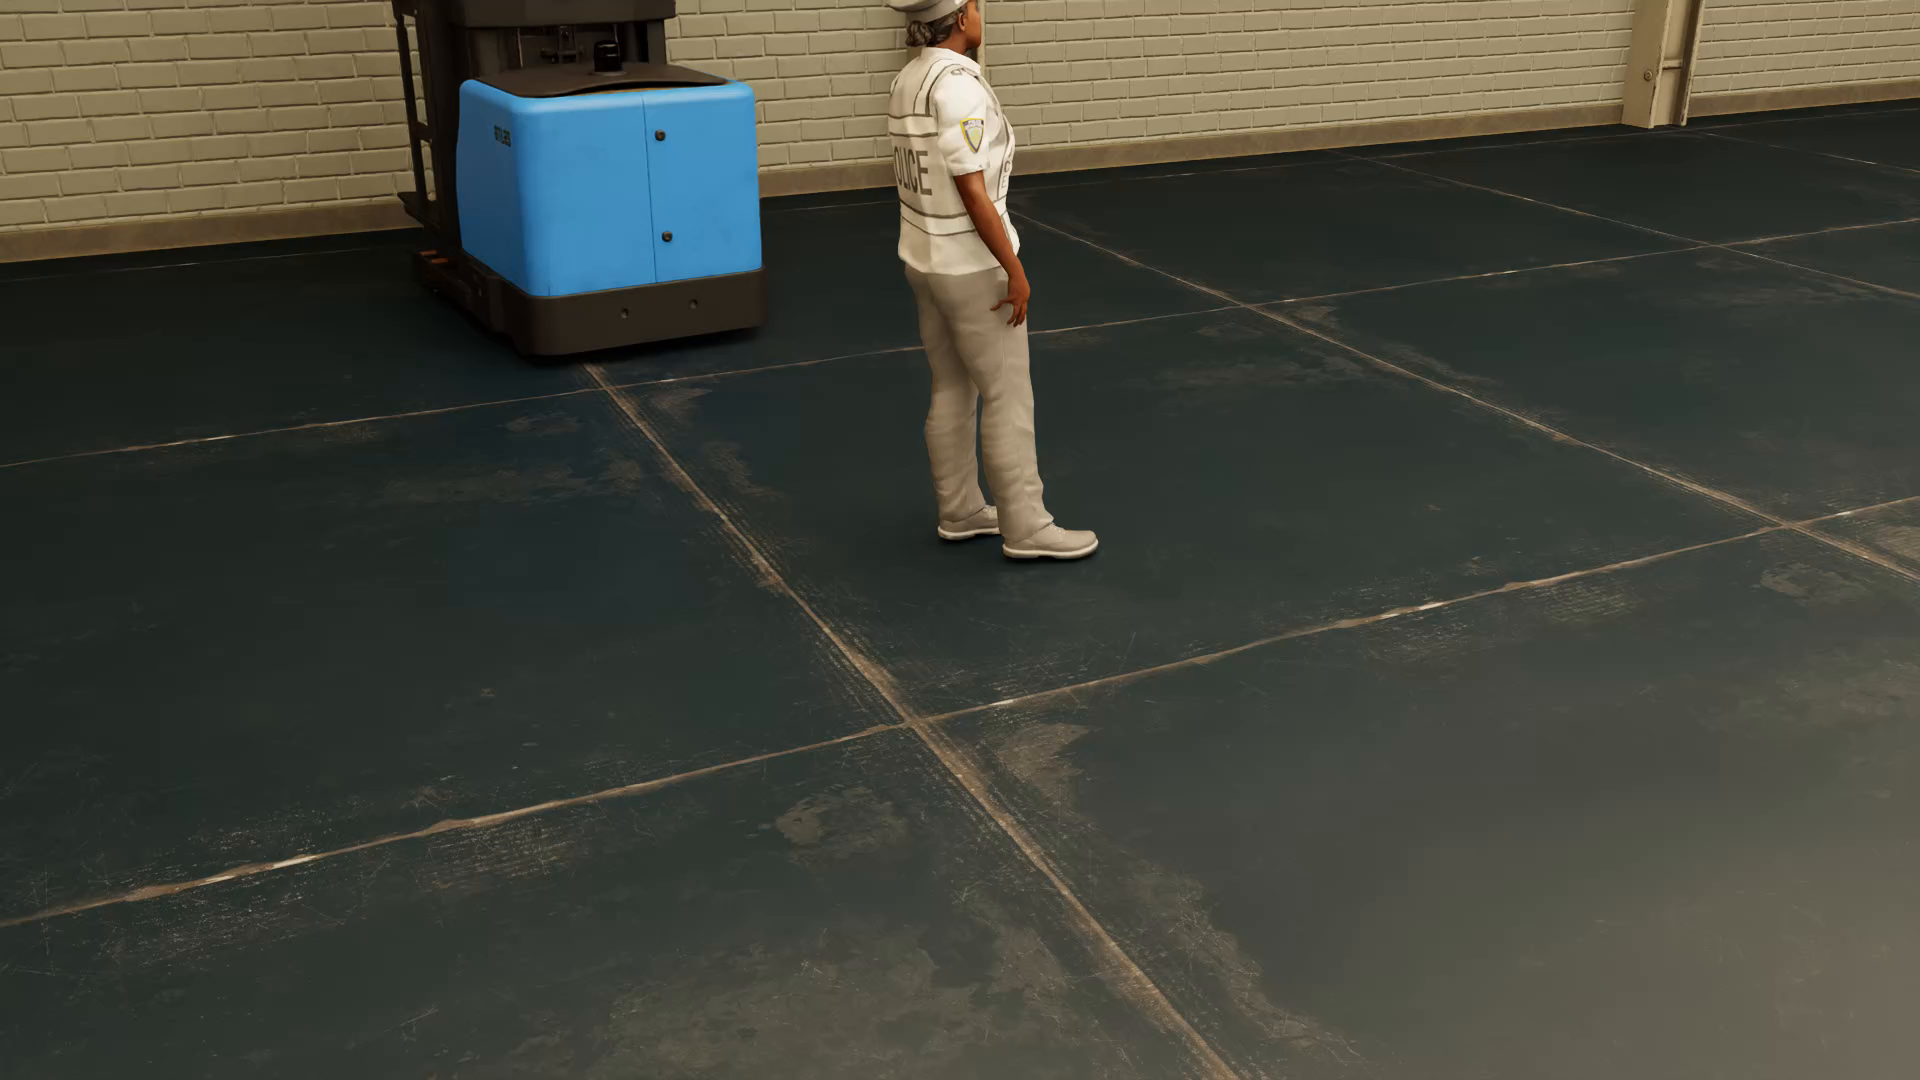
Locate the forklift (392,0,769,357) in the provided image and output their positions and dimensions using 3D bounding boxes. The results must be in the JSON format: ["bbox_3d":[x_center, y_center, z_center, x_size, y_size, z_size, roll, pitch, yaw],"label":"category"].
[{"bbox_3d":[-2.013,-2.616,7.583,1.130,2.935,3.031,-13,26,-28],"label":"forklift"}]

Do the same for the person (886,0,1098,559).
[{"bbox_3d":[0.076,-0.795,4.792,0.528,1.697,0.570,-10,25,-23],"label":"person"}]
